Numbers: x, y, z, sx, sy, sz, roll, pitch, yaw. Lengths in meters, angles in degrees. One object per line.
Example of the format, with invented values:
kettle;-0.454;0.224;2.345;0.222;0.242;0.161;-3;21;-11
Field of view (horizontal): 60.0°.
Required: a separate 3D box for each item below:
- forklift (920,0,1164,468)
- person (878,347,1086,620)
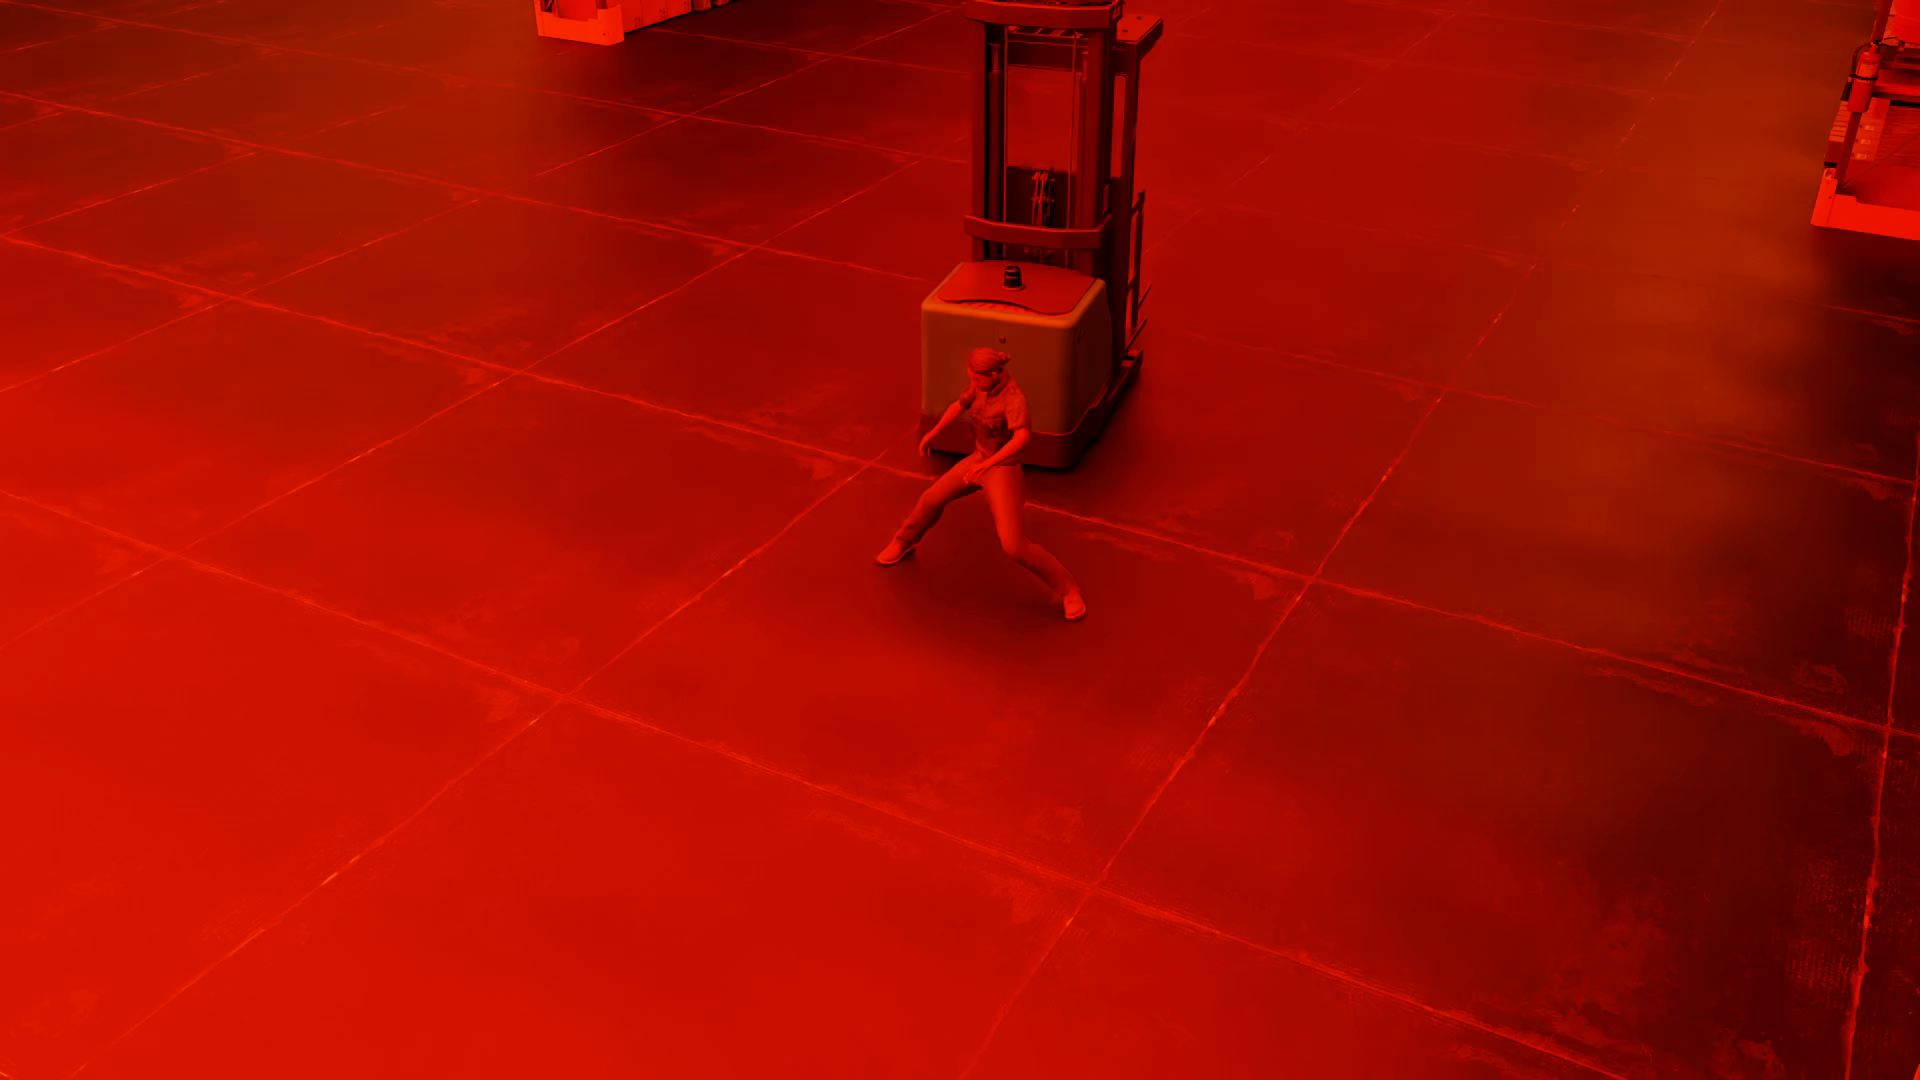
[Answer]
forklift;0.697;-2.452;11.319;1.130;2.935;3.031;10;31;16
person;0.114;-0.363;9.180;0.791;1.445;1.250;-16;34;-26
